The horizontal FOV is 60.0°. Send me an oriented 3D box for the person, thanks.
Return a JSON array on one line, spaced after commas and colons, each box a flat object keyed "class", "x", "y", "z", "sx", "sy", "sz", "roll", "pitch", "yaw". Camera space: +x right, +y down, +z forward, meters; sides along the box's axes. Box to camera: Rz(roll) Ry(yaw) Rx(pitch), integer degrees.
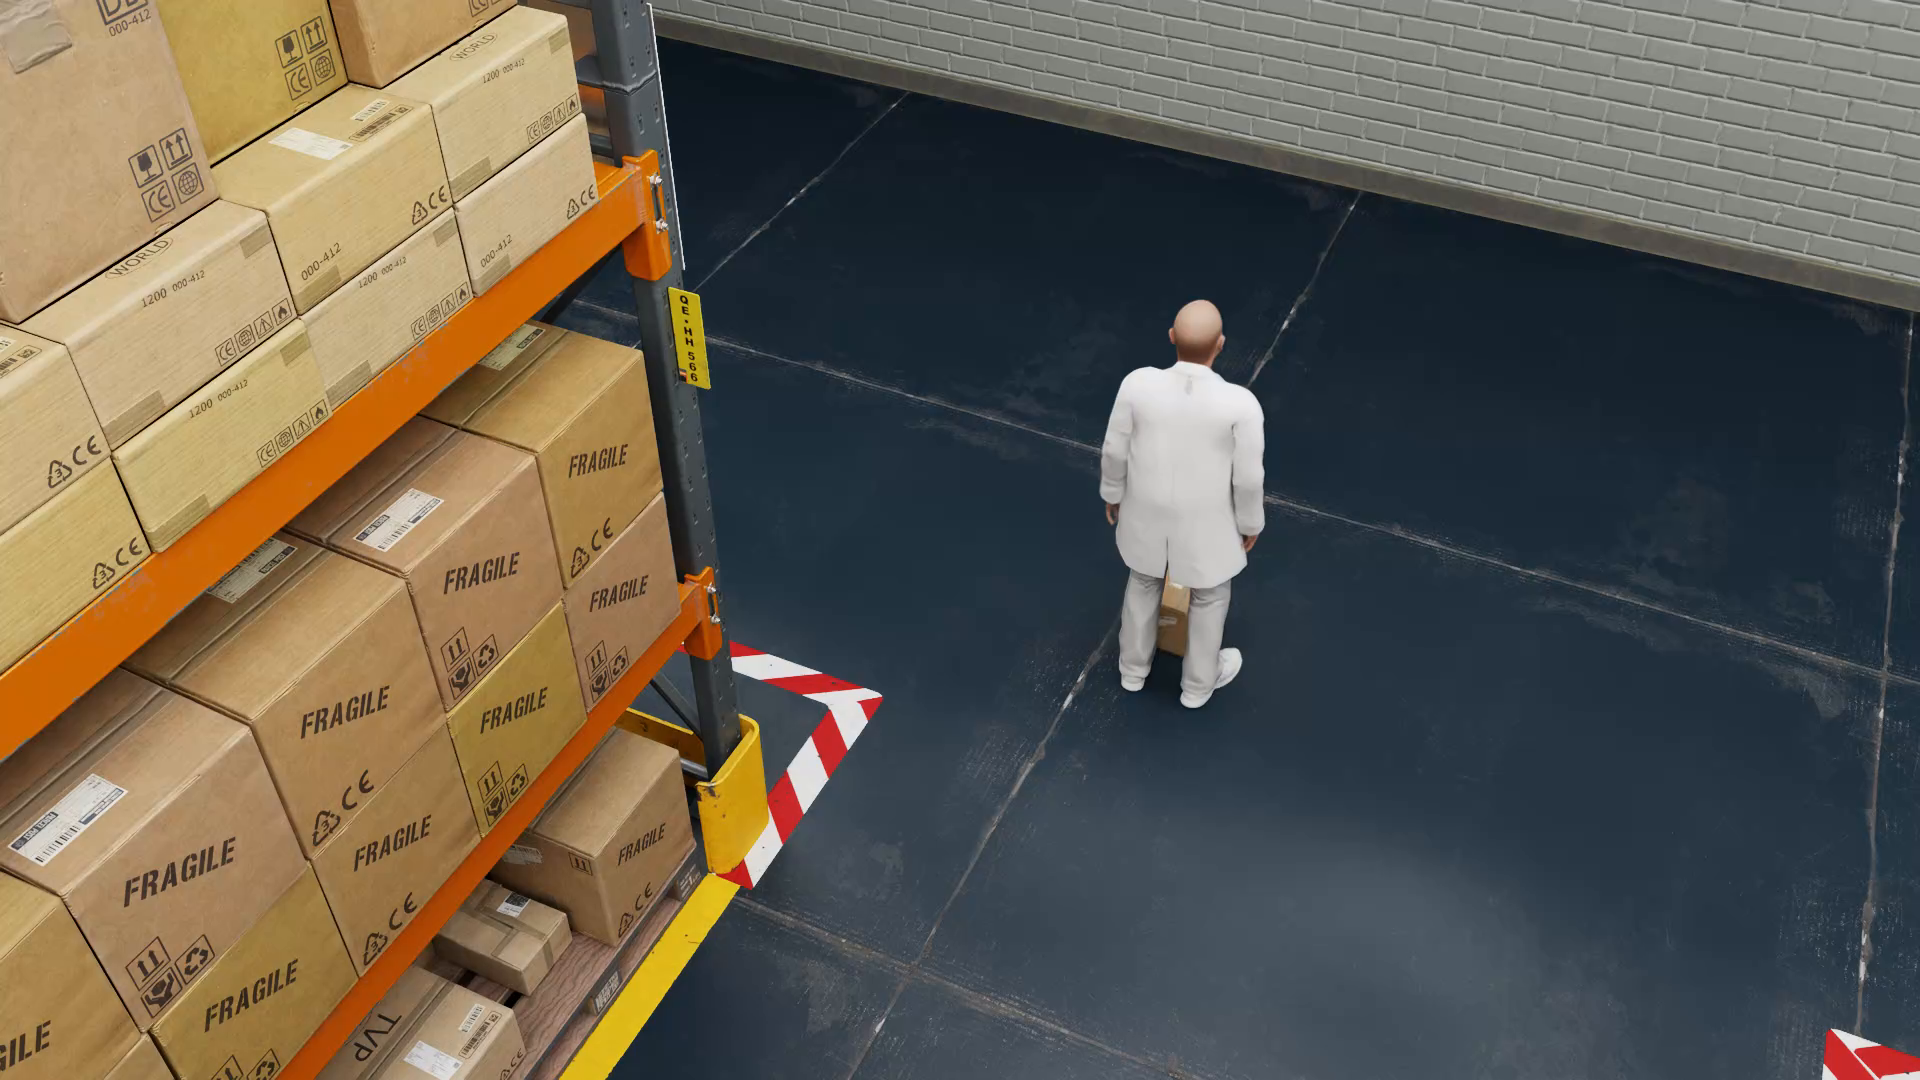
[{"class": "person", "x": 0.837, "y": -0.112, "z": 6.299, "sx": 0.641, "sy": 1.772, "sz": 0.428, "roll": 15, "pitch": 44, "yaw": 17}]
